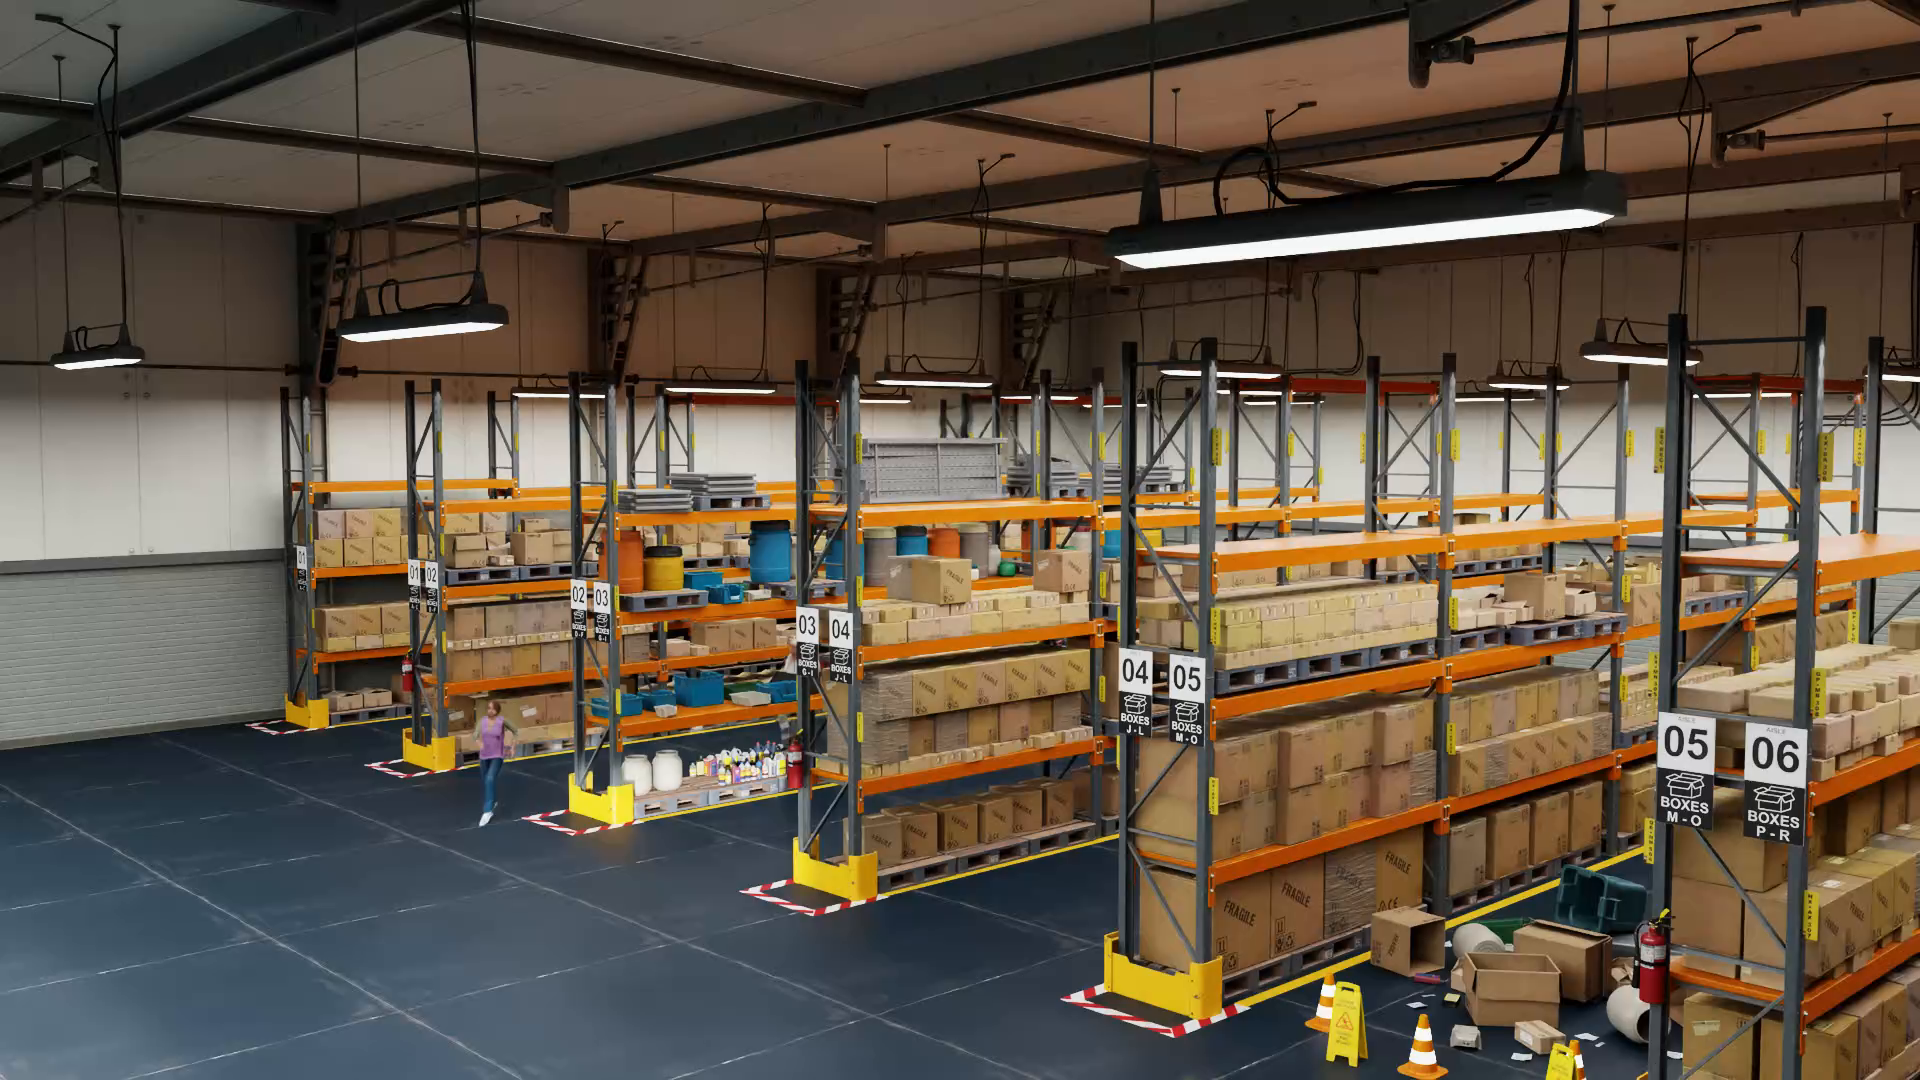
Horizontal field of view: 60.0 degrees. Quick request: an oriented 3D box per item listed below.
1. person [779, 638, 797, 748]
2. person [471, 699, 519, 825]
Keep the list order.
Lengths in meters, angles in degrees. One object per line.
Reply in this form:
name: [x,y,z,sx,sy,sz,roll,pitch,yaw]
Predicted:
person: [-2.723,2.529,27.272,0.641,1.839,0.761,3,4,35]
person: [-6.239,2.939,22.267,0.565,1.631,0.683,1,4,8]
